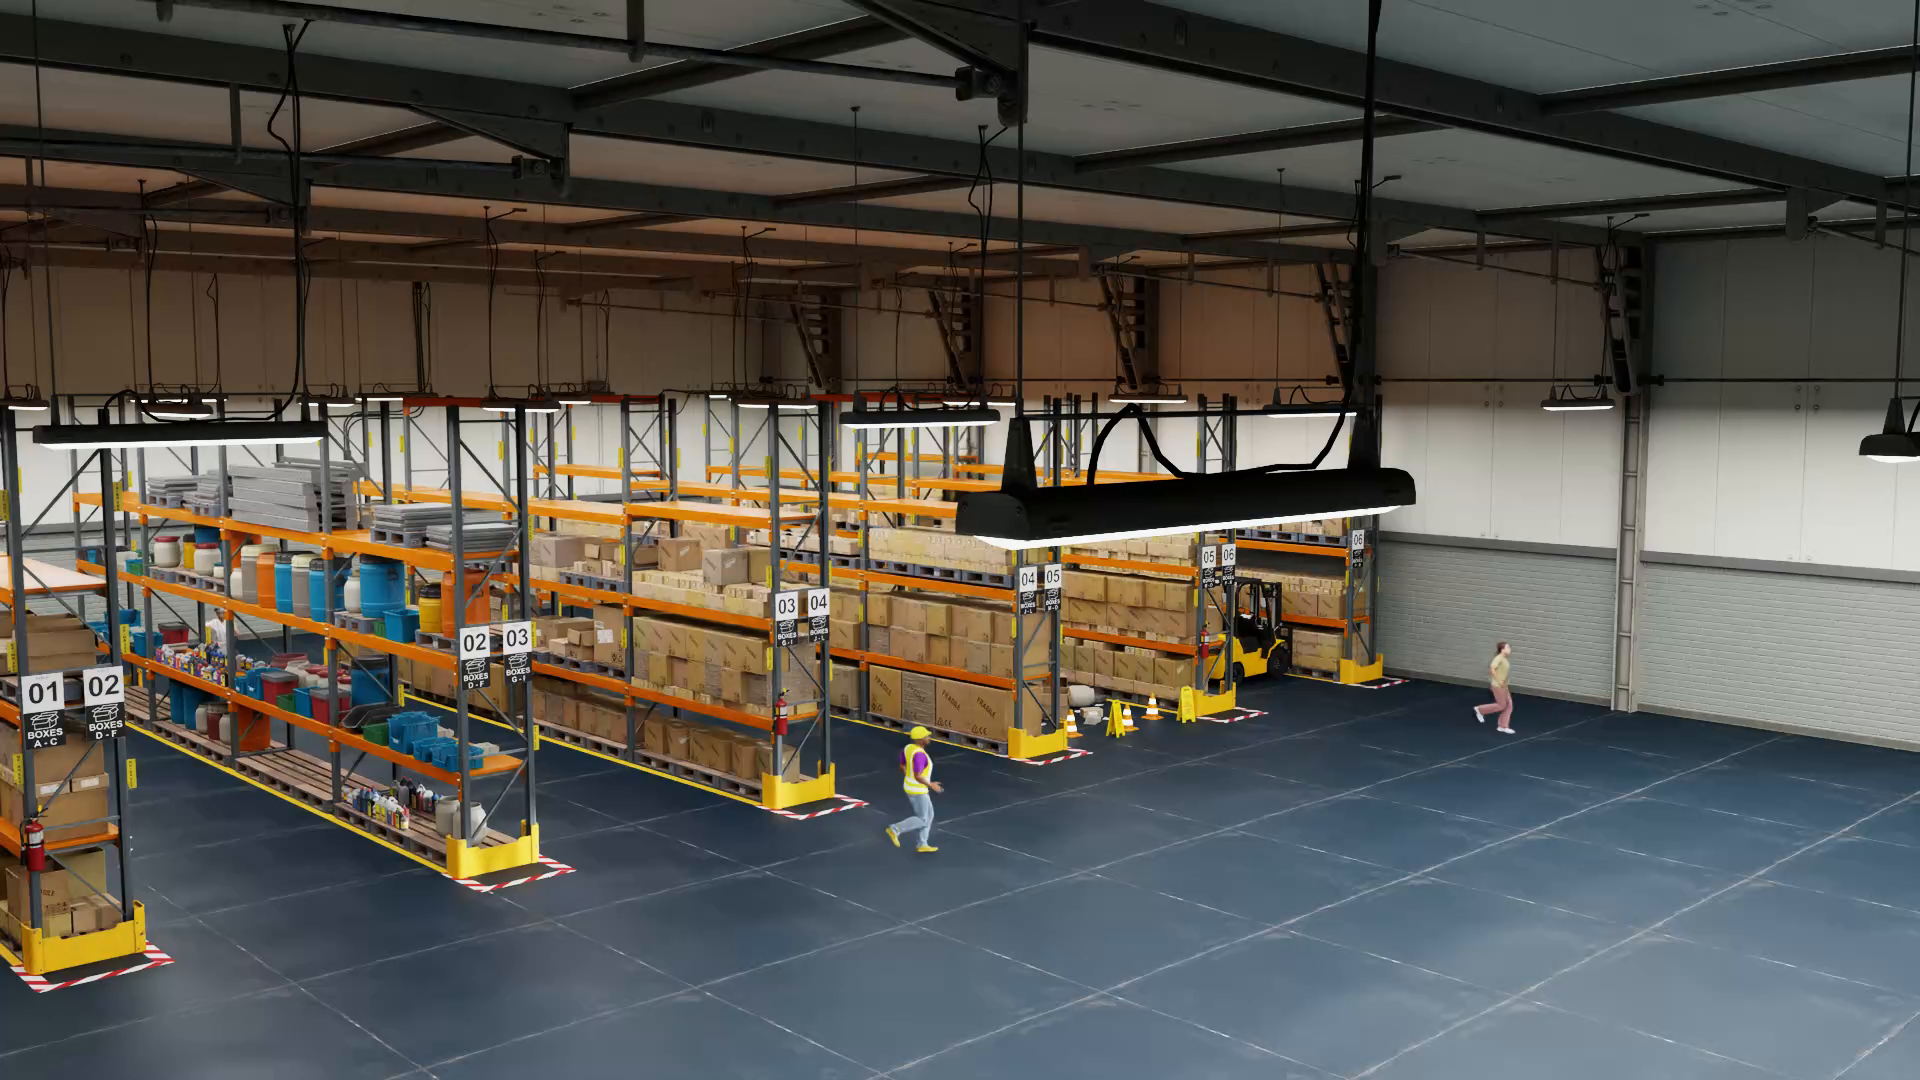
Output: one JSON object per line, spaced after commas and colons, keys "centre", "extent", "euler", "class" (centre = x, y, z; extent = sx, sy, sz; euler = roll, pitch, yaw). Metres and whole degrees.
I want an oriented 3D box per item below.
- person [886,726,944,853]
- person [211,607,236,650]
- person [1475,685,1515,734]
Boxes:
{"centre": [-0.643, 3.338, 22.140], "extent": [0.748, 1.723, 0.649], "euler": [-2, 6, -16], "class": "person"}
{"centre": [-14.852, 2.221, 33.548], "extent": [0.826, 1.831, 0.488], "euler": [4, 7, 38], "class": "person"}
{"centre": [9.669, 2.965, 29.997], "extent": [0.710, 0.975, 0.347], "euler": [3, 6, 28], "class": "person"}
